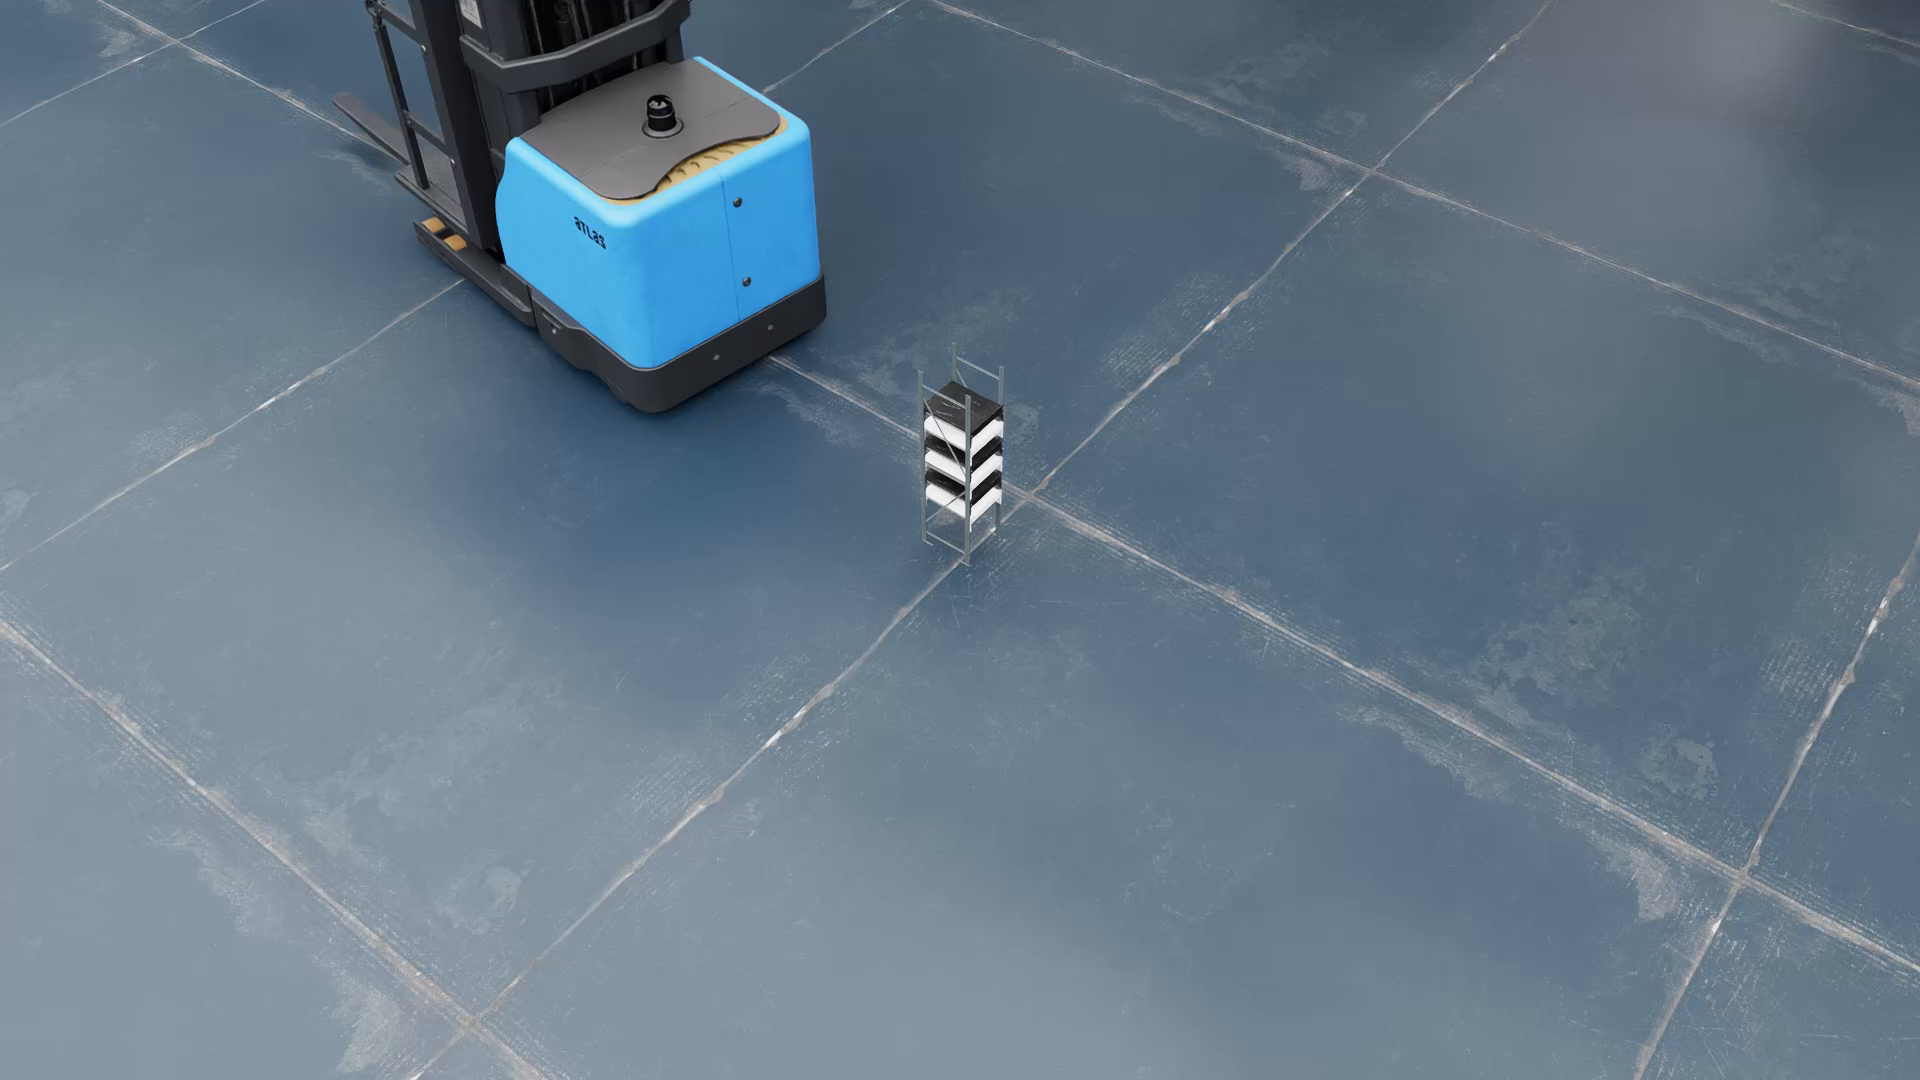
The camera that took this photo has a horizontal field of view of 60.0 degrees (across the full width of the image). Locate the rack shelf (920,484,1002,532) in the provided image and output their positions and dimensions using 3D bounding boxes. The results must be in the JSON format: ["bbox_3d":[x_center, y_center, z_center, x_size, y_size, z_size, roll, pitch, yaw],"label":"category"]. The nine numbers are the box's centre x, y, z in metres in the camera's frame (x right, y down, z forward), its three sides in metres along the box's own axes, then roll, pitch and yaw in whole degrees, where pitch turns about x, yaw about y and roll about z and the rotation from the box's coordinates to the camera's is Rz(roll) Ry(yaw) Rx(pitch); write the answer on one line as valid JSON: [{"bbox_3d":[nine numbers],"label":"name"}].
[{"bbox_3d":[0.005,-0.168,6.583,0.258,0.077,0.200,29,53,25],"label":"rack shelf"}]

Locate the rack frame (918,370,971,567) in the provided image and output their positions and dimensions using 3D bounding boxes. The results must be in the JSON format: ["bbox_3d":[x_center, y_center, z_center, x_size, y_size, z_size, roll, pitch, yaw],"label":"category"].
[{"bbox_3d":[-0.057,-0.257,6.373,0.240,0.900,0.006,29,53,25],"label":"rack frame"}]

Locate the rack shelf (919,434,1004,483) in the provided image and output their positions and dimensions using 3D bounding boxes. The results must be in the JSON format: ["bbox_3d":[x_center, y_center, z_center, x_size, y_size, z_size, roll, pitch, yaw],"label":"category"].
[{"bbox_3d":[0.005,-0.355,6.388,0.258,0.077,0.200,29,53,25],"label":"rack shelf"}]

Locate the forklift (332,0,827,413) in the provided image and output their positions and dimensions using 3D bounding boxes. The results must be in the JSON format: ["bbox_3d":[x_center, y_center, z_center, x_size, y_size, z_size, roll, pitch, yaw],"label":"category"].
[{"bbox_3d":[-1.988,-2.536,7.146,1.130,2.935,3.031,-34,55,-28],"label":"forklift"}]

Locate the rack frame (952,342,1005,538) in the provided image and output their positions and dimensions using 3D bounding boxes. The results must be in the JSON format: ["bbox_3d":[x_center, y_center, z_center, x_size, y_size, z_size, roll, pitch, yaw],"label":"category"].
[{"bbox_3d":[0.067,-0.374,6.485,0.240,0.900,0.006,29,53,25],"label":"rack frame"}]

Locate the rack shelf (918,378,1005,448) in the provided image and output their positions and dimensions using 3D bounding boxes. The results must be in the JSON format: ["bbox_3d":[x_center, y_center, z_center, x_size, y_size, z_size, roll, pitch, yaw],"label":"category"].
[{"bbox_3d":[0.005,-0.479,6.258,0.258,0.077,0.200,29,53,25],"label":"rack shelf"}]

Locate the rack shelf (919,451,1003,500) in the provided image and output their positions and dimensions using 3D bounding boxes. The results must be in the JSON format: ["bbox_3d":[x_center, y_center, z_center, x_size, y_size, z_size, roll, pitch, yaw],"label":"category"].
[{"bbox_3d":[0.005,-0.292,6.453,0.258,0.077,0.200,29,53,25],"label":"rack shelf"}]

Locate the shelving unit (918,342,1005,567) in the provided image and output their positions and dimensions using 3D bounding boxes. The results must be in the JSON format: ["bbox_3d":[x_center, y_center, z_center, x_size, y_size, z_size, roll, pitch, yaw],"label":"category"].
[{"bbox_3d":[0.005,-0.315,6.429,0.258,0.900,0.210,29,53,25],"label":"shelving unit"}]

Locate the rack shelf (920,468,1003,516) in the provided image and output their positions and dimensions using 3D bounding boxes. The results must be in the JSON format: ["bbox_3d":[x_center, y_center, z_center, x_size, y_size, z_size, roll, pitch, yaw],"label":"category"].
[{"bbox_3d":[0.005,-0.230,6.518,0.258,0.077,0.200,29,53,25],"label":"rack shelf"}]

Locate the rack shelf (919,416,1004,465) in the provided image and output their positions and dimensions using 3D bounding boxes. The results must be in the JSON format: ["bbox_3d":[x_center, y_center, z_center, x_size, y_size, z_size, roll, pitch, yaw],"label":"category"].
[{"bbox_3d":[0.005,-0.417,6.323,0.258,0.077,0.200,29,53,25],"label":"rack shelf"}]
